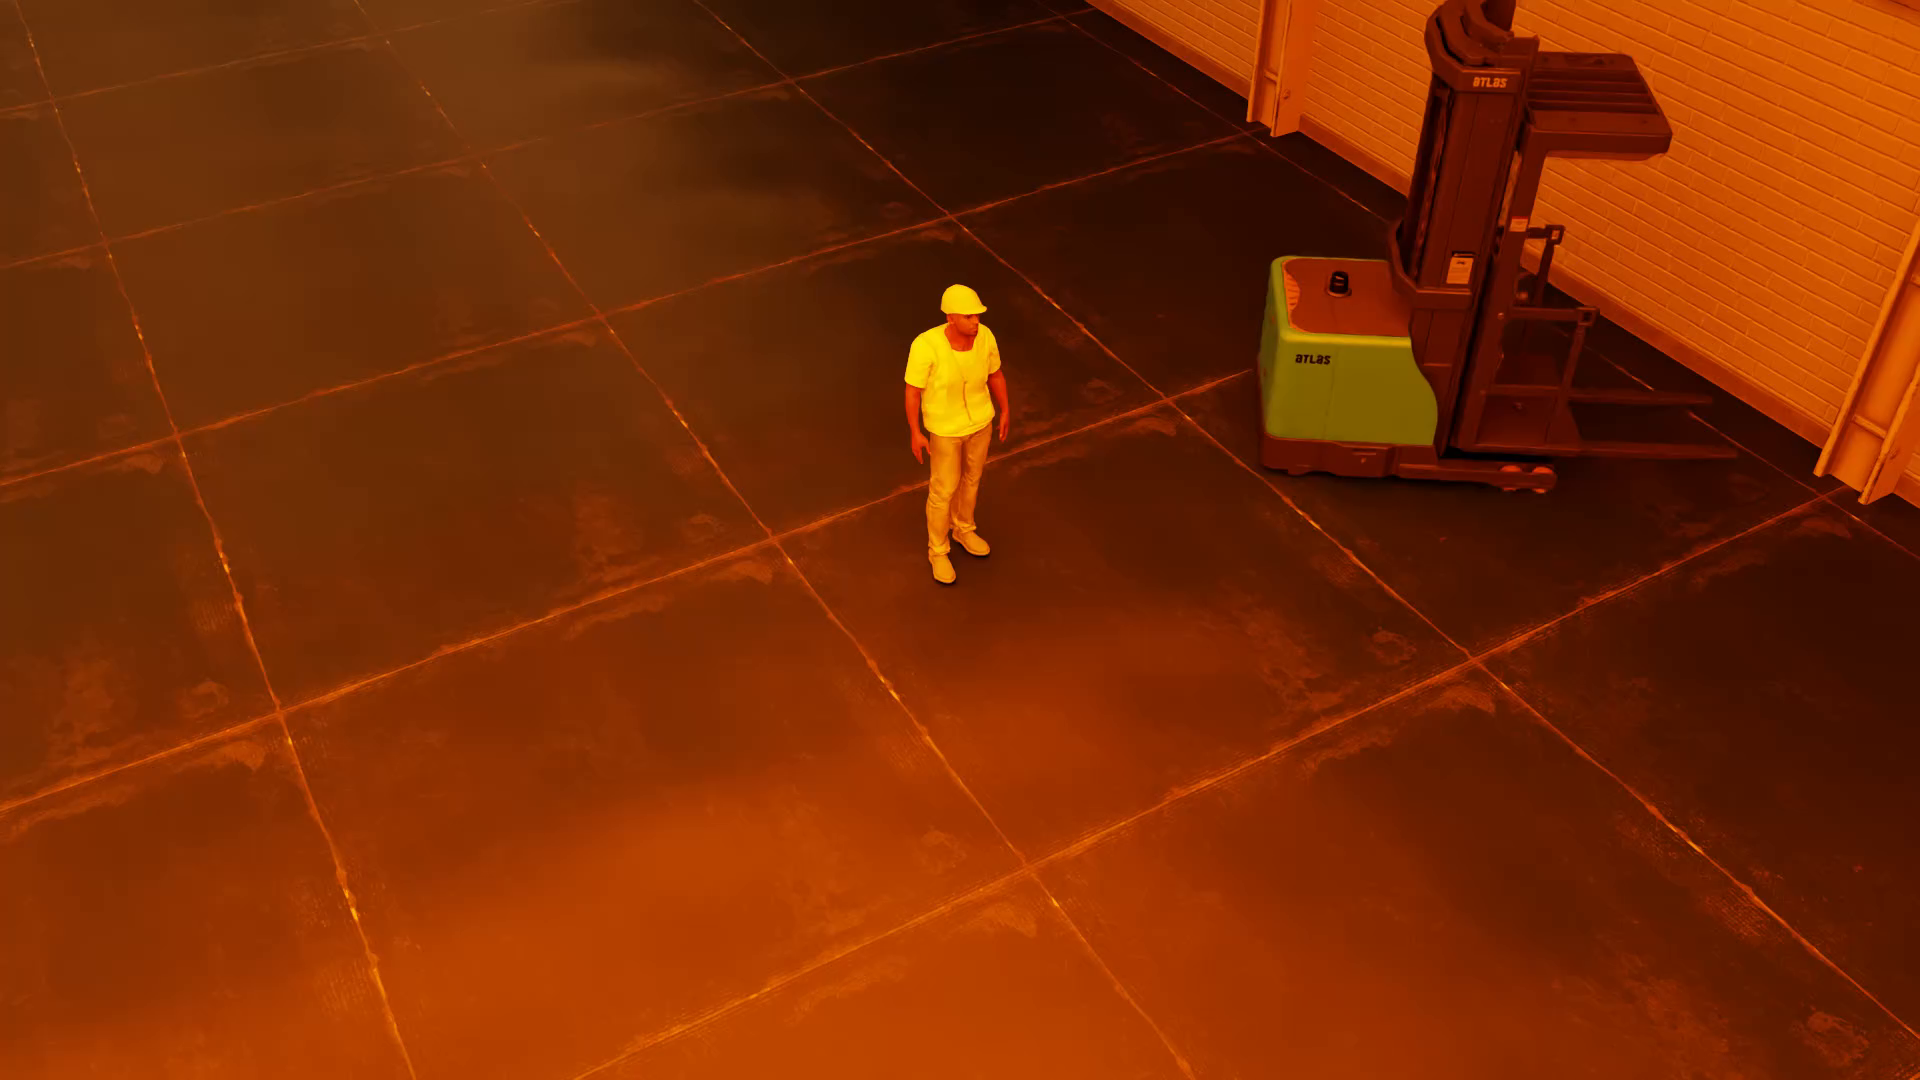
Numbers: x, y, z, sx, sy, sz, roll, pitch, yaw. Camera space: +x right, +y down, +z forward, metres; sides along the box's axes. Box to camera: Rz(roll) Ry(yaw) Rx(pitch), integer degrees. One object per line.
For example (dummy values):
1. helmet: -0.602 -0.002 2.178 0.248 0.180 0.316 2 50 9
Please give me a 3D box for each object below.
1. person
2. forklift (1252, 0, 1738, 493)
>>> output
1. person: 0.029 -0.645 9.715 0.665 1.765 0.577 -20 44 -23
2. forklift: 3.497 -1.789 10.192 3.031 2.935 1.130 3 40 4
